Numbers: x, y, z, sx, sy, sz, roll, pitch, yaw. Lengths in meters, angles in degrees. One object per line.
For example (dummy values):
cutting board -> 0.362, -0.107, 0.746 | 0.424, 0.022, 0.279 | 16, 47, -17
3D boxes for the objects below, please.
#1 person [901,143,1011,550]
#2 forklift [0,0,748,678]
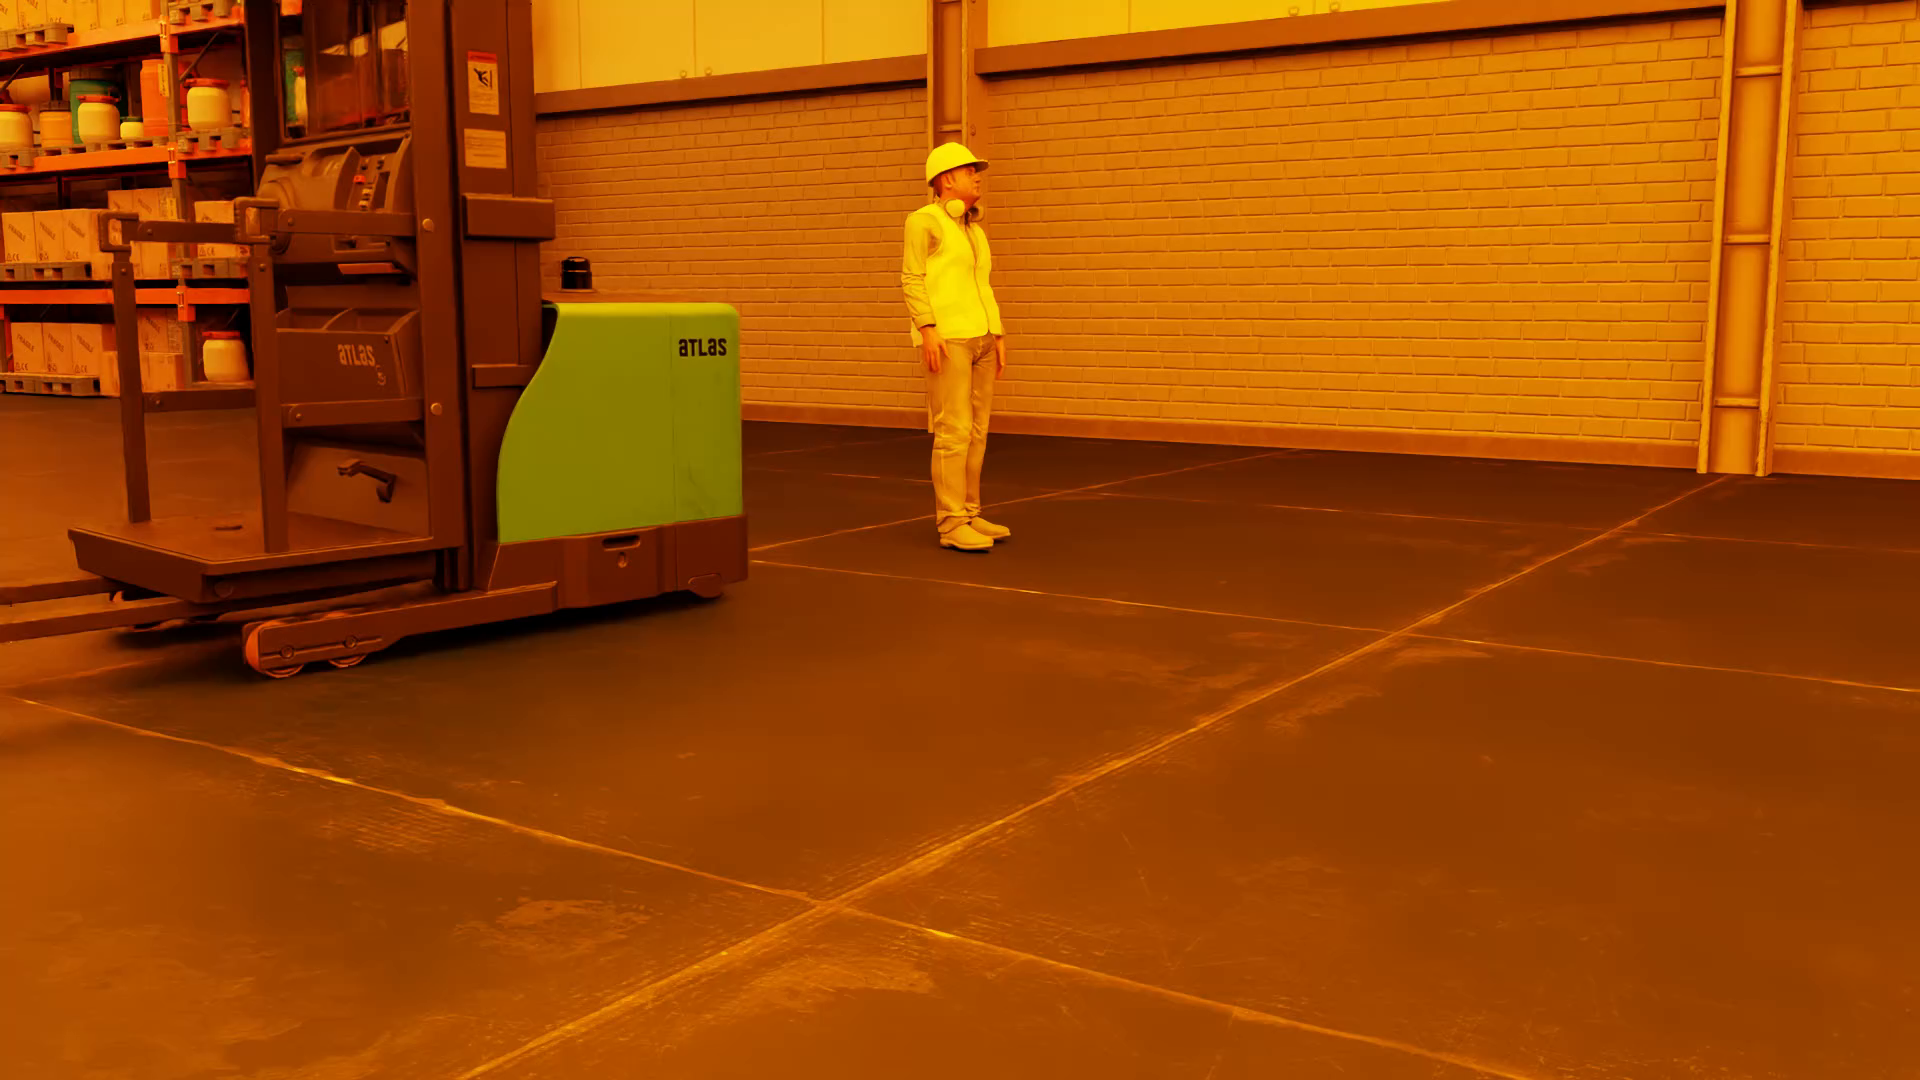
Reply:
person -> 0.047, -0.880, 7.437 | 0.568, 1.773, 0.632 | 5, 10, 34
forklift -> -2.149, -1.133, 5.158 | 1.130, 2.935, 3.031 | 7, 11, 42
